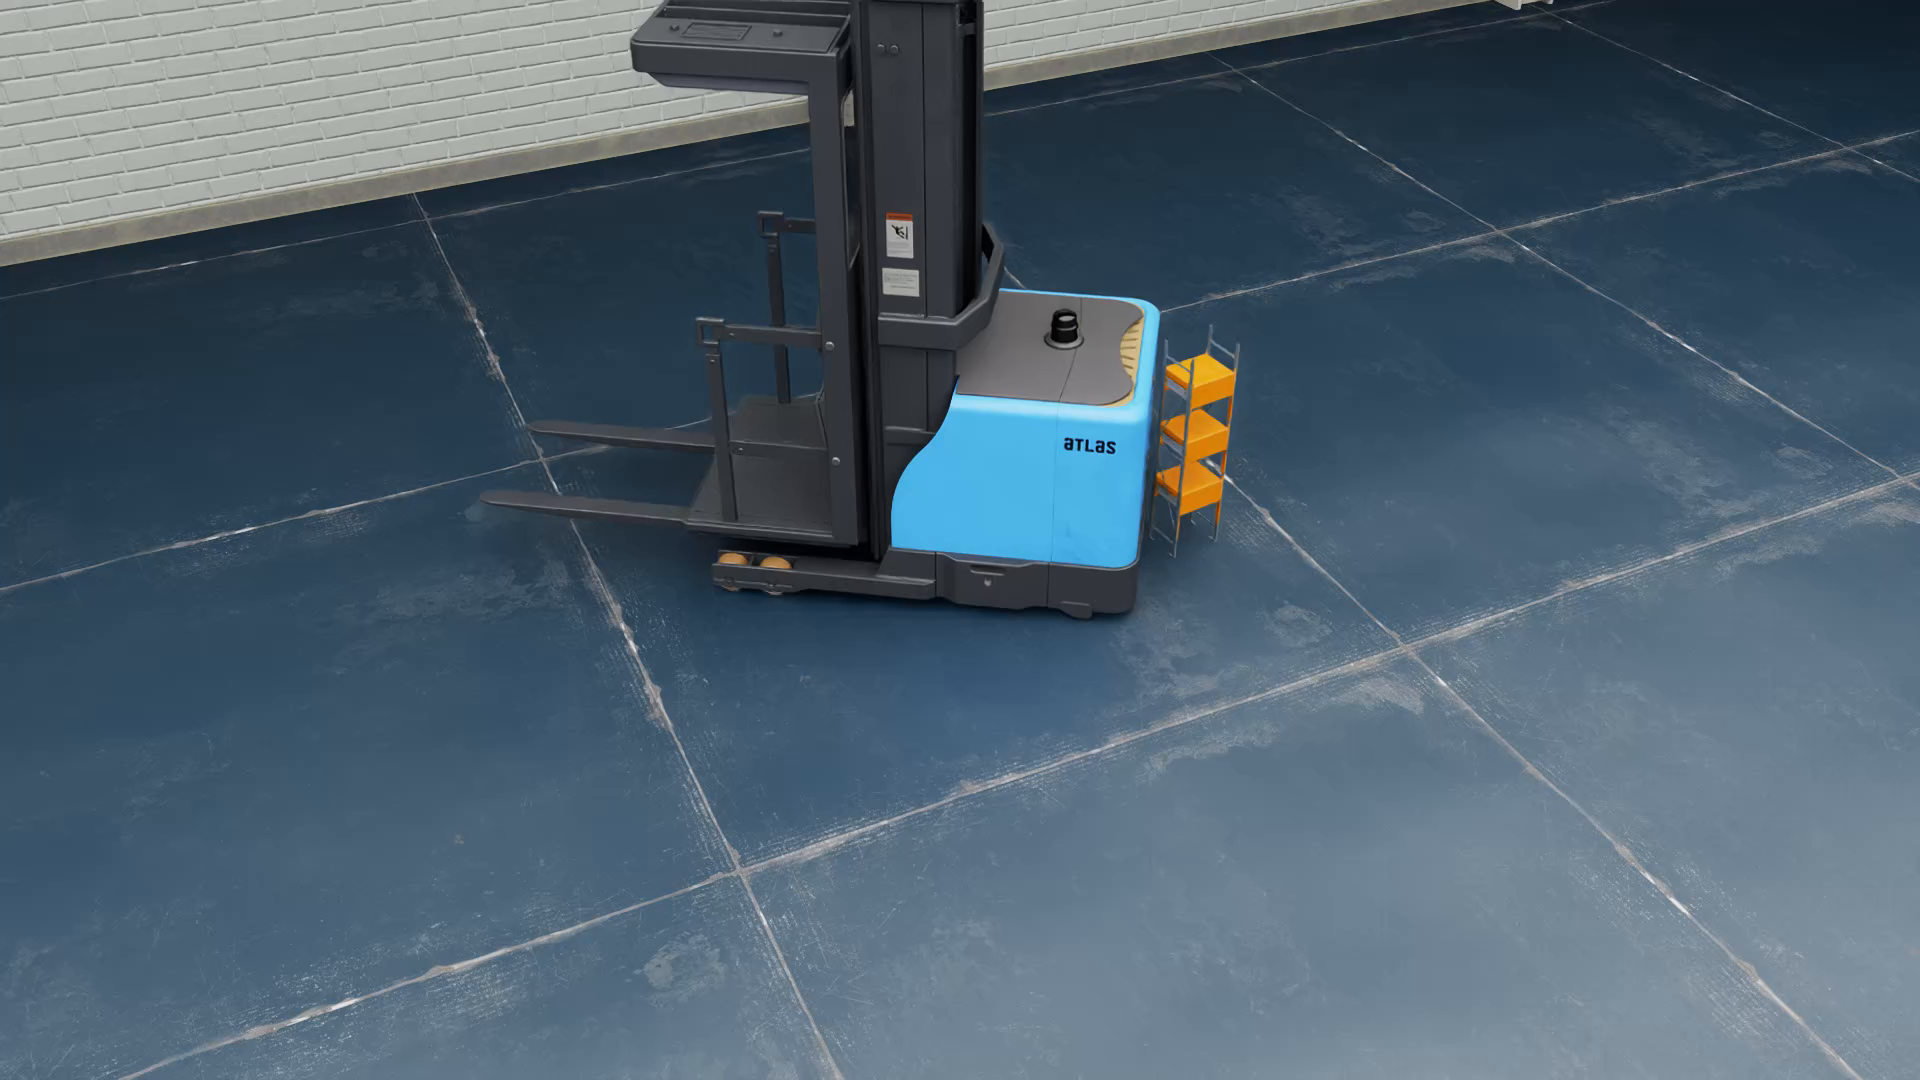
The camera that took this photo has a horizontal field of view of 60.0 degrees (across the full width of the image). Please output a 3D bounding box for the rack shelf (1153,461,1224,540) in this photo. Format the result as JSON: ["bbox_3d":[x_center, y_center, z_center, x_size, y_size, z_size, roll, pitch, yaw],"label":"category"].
[{"bbox_3d":[1.036,-0.195,7.615,0.240,0.259,0.215,-20,41,-25],"label":"rack shelf"}]

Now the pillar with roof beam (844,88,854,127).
[{"bbox_3d":[1.053,-4.241,5.914,0.400,9.000,9.100,-16,39,-20],"label":"pillar with roof beam"}]

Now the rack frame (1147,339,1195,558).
[{"bbox_3d":[0.934,-0.389,7.391,0.008,1.050,0.200,-20,41,-25],"label":"rack frame"}]

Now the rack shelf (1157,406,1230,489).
[{"bbox_3d":[1.038,-0.419,7.450,0.240,0.259,0.215,-20,41,-25],"label":"rack shelf"}]

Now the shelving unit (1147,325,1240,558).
[{"bbox_3d":[1.038,-0.427,7.444,0.252,1.050,0.215,-20,41,-25],"label":"shelving unit"}]

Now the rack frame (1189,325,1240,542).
[{"bbox_3d":[1.141,-0.465,7.496,0.008,1.050,0.200,-20,41,-25],"label":"rack frame"}]

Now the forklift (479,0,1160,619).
[{"bbox_3d":[-0.663,-1.240,6.962,3.031,2.935,1.130,5,37,7],"label":"forklift"}]

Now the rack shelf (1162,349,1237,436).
[{"bbox_3d":[1.039,-0.647,7.282,0.240,0.259,0.215,-20,41,-25],"label":"rack shelf"}]
